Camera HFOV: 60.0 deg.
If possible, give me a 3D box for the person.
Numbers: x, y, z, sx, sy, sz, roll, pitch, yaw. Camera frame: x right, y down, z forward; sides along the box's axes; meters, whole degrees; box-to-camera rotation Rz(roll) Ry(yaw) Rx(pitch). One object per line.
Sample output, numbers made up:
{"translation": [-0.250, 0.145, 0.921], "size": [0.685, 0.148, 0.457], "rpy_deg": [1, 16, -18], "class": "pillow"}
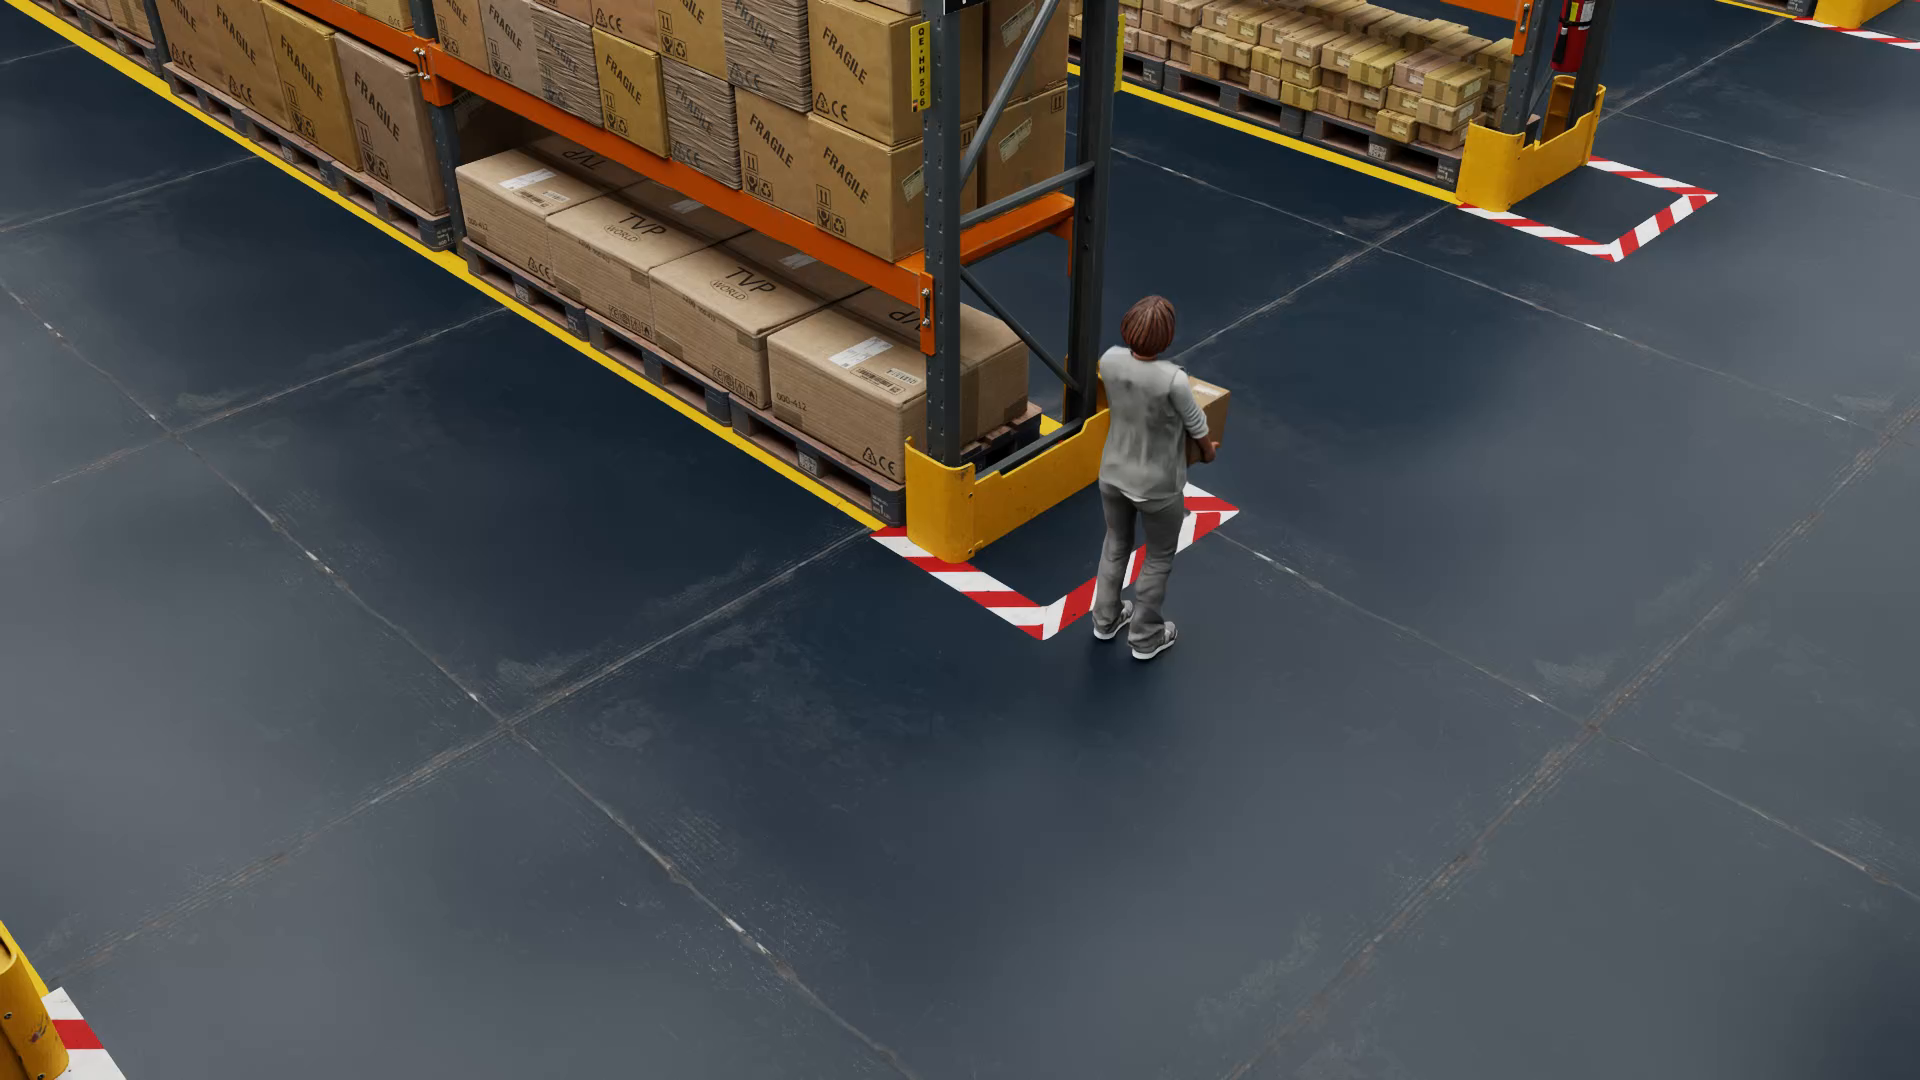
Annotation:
{"translation": [0.762, -0.273, 6.536], "size": [0.375, 1.599, 0.500], "rpy_deg": [25, 43, 30], "class": "person"}
